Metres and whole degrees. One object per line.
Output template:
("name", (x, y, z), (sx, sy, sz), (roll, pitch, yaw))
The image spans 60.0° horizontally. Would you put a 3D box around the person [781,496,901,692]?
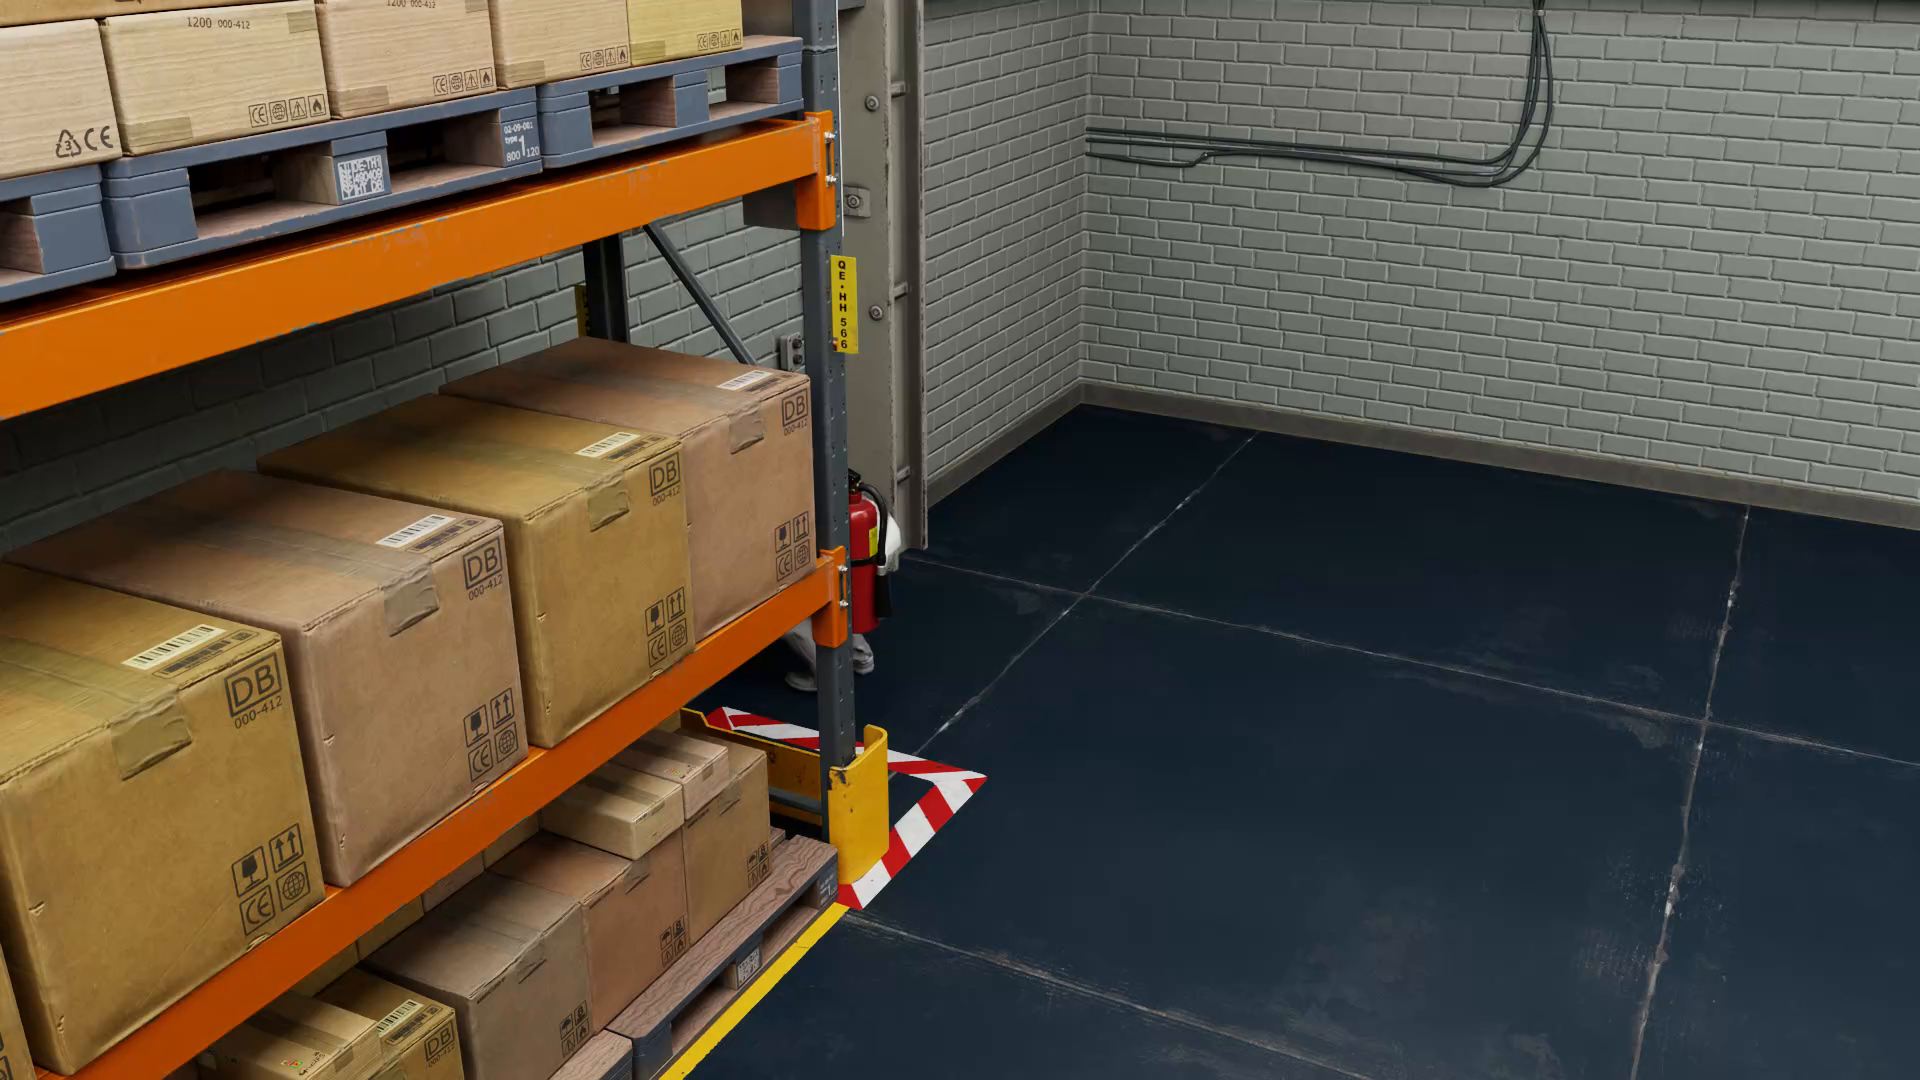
("person", (-0.754, 0.157, 7.664), (0.959, 1.015, 0.525), (10, 25, 22))
